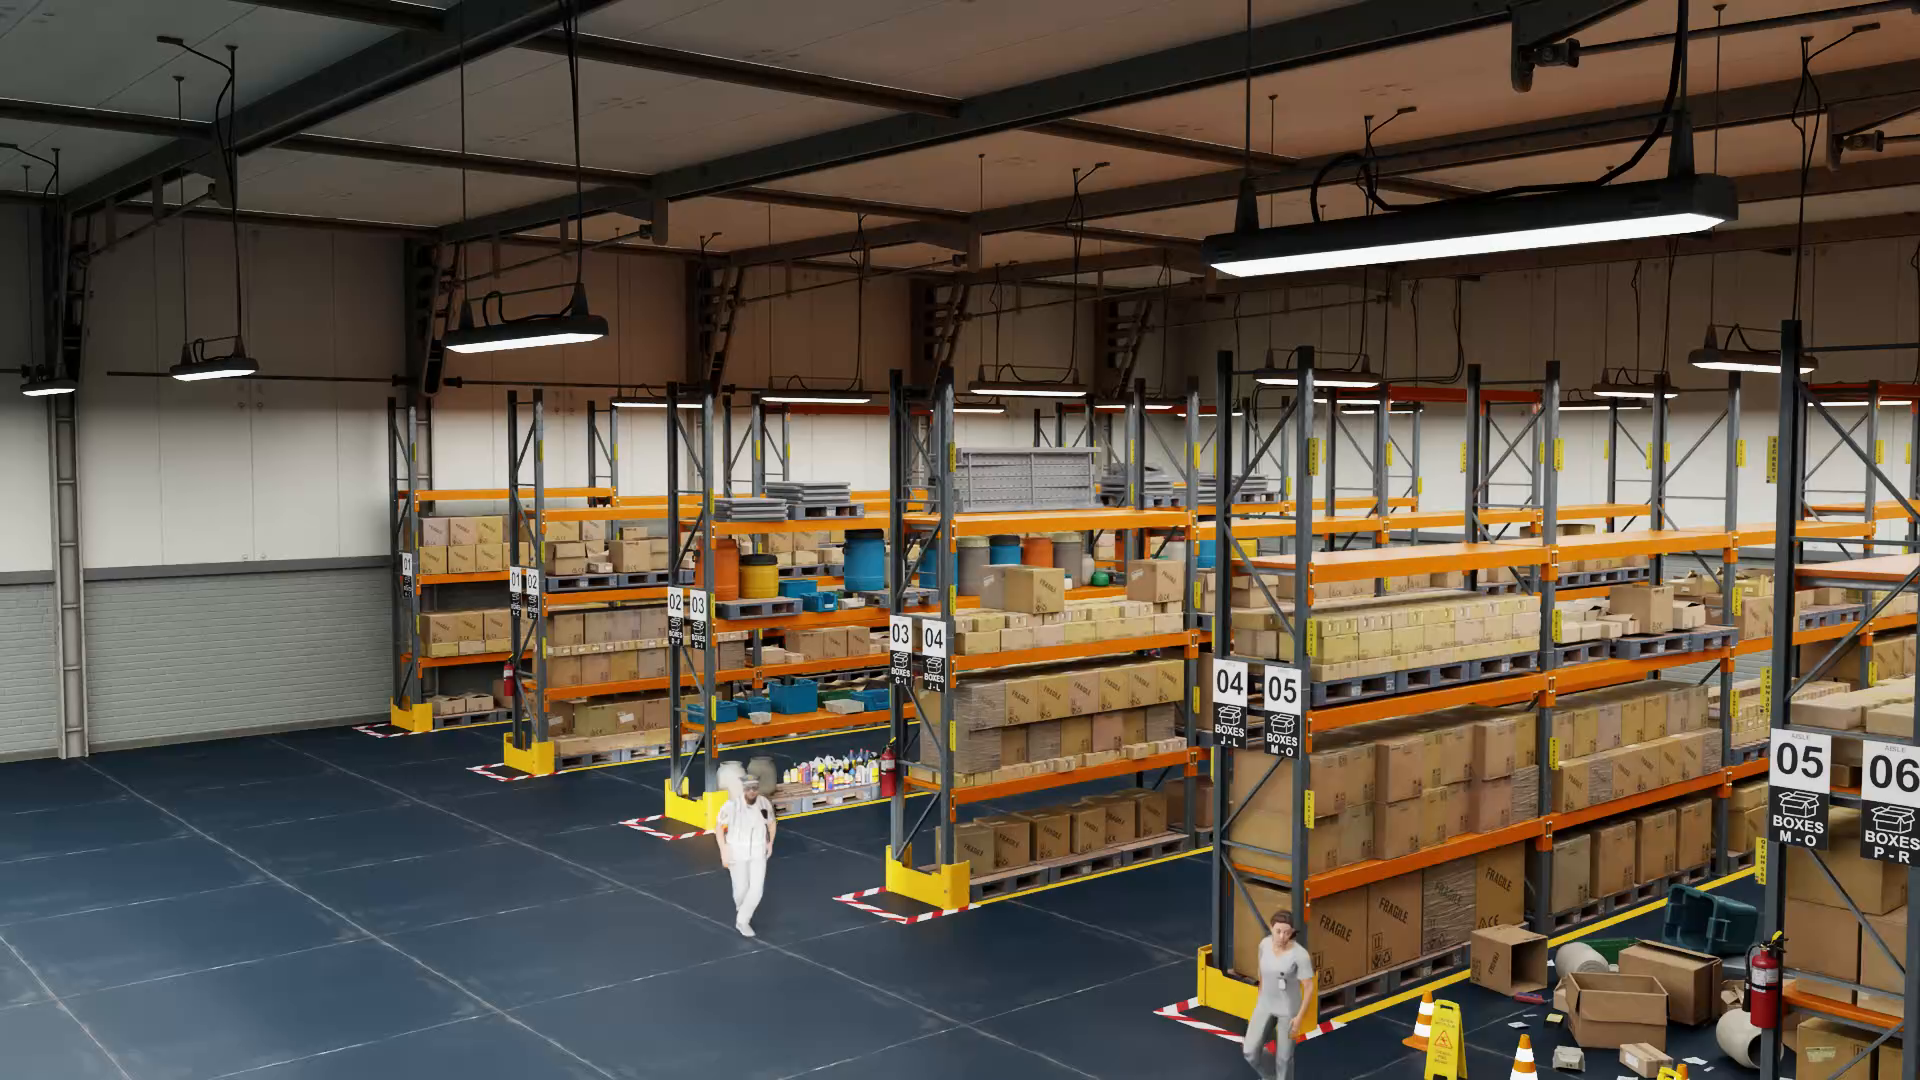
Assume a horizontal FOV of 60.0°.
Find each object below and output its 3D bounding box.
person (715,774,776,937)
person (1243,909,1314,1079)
[{"bbox_3d":[-2.265,3.284,17.579,0.661,1.719,0.619,-1,4,-19],"label":"person"},{"bbox_3d":[2.470,3.609,12.754,0.565,1.635,0.607,2,4,32],"label":"person"}]
